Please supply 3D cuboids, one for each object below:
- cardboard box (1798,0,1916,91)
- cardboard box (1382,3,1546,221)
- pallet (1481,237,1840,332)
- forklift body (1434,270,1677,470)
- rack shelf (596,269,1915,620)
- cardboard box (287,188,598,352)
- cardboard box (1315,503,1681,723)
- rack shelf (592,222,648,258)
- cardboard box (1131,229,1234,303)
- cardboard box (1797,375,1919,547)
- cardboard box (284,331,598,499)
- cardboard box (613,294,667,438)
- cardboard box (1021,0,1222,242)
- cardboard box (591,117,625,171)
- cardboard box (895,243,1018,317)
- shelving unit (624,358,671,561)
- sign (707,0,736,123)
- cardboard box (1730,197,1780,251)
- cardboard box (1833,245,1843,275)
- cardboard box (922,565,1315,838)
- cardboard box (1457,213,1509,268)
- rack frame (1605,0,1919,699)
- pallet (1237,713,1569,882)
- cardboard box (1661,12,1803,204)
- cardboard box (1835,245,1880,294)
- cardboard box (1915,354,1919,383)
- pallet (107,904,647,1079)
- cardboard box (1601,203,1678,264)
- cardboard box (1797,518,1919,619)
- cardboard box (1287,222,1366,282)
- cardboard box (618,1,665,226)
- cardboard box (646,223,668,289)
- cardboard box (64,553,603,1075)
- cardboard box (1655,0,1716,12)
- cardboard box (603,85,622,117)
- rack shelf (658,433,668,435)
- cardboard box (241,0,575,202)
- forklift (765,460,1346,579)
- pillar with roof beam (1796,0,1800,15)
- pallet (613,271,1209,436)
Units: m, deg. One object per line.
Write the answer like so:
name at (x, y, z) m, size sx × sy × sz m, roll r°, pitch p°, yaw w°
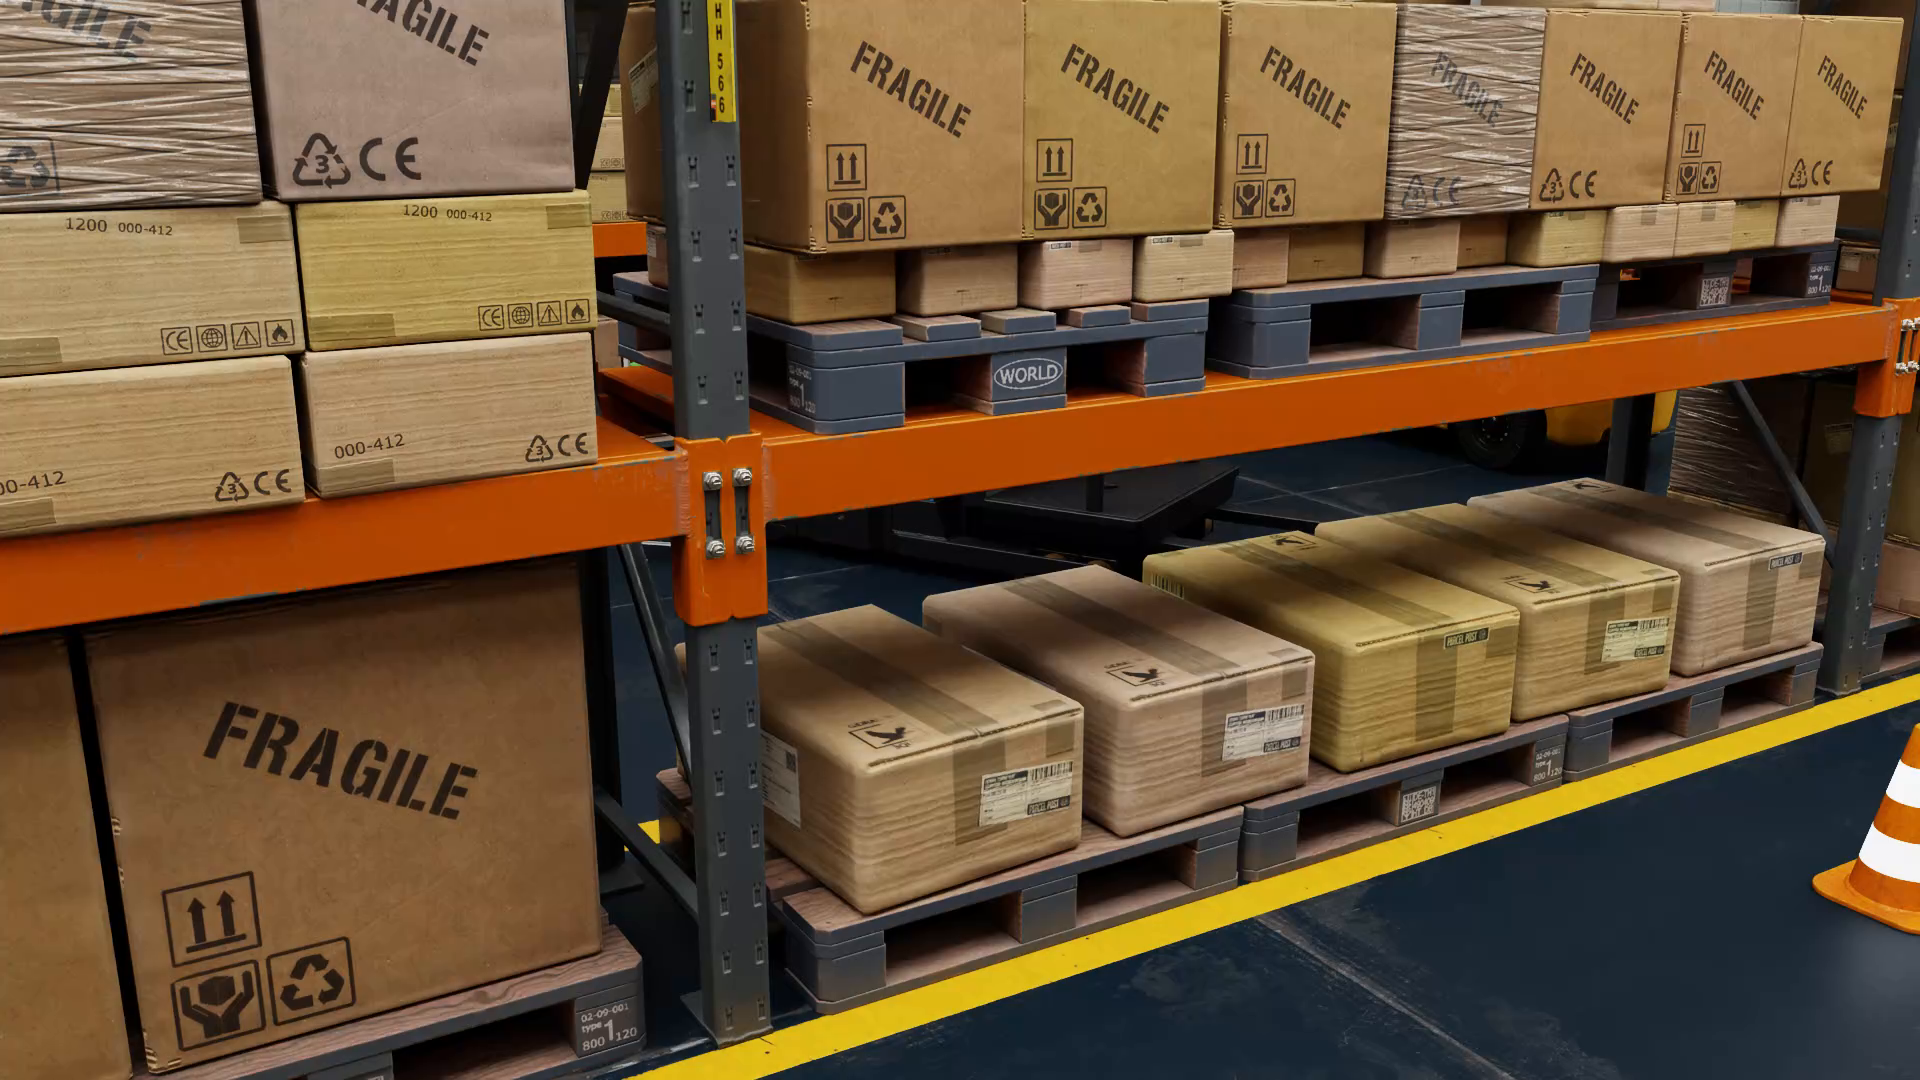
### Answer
cardboard box at (3.202, -1.723, 5.410) m, size 0.500 × 0.500 × 0.700 m, roll -9°, pitch 18°, yaw -30°
cardboard box at (1.116, -1.103, 4.273) m, size 0.500 × 0.500 × 0.500 m, roll -10°, pitch 19°, yaw -32°
pallet at (1.983, -0.874, 5.327) m, size 1.213 × 0.211 × 1.003 m, roll -9°, pitch 18°, yaw -30°
forklift body at (2.896, -1.649, 9.307) m, size 1.214 × 2.155 × 2.313 m, roll -9°, pitch 18°, yaw -30°
rack shelf at (0.998, -0.415, 4.665) m, size 4.000 × 0.370 × 1.077 m, roll -9°, pitch 18°, yaw -30°
cardboard box at (-1.000, -0.526, 3.079) m, size 0.500 × 0.250 × 0.500 m, roll -9°, pitch 18°, yaw -30°
cardboard box at (1.650, 0.198, 5.236) m, size 0.625 × 0.372 × 0.950 m, roll -8°, pitch 18°, yaw -26°
rack shelf at (-1.561, -1.563, 8.760) m, size 4.000 × 0.370 × 1.077 m, roll -9°, pitch 18°, yaw -30°
cardboard box at (0.423, -0.659, 3.891) m, size 0.250 × 0.149 × 0.380 m, roll -9°, pitch 18°, yaw -29°
cardboard box at (3.358, -0.298, 5.843) m, size 0.500 × 0.500 × 0.500 m, roll -8°, pitch 18°, yaw -27°
cardboard box at (-1.016, -0.281, 3.131) m, size 0.500 × 0.250 × 0.500 m, roll -10°, pitch 18°, yaw -32°
cardboard box at (-1.601, -0.960, 8.898) m, size 0.625 × 0.625 × 0.875 m, roll -10°, pitch 19°, yaw -32°
cardboard box at (0.232, -0.960, 3.762) m, size 0.500 × 0.500 × 0.500 m, roll -8°, pitch 18°, yaw -27°
cardboard box at (-1.882, -1.943, 8.134) m, size 0.500 × 0.250 × 0.500 m, roll -10°, pitch 18°, yaw -31°
cardboard box at (-0.082, -0.598, 3.674) m, size 0.250 × 0.149 × 0.380 m, roll -11°, pitch 19°, yaw -33°
shelving unit at (-1.211, -0.546, 7.135) m, size 0.258 × 1.200 × 0.503 m, roll 4°, pitch 16°, yaw 13°
sign at (-0.427, -0.913, 2.963) m, size 0.005 × 0.325 × 0.100 m, roll -9°, pitch 18°, yaw -30°
cardboard box at (2.179, -0.952, 4.938) m, size 0.250 × 0.149 × 0.380 m, roll -10°, pitch 18°, yaw -31°
cardboard box at (3.042, -1.070, 6.134) m, size 0.250 × 0.149 × 0.380 m, roll -9°, pitch 18°, yaw -28°
cardboard box at (0.402, 0.399, 4.519) m, size 0.625 × 0.372 × 0.950 m, roll -10°, pitch 18°, yaw -31°
cardboard box at (1.253, -0.834, 4.514) m, size 0.250 × 0.149 × 0.380 m, roll -10°, pitch 18°, yaw -32°
rack frame at (2.713, -1.039, 5.560) m, size 0.127 × 3.000 × 1.000 m, roll -9°, pitch 18°, yaw -30°
pallet at (0.999, 0.583, 4.940) m, size 1.213 × 0.211 × 1.003 m, roll -9°, pitch 18°, yaw -30°
cardboard box at (2.011, -1.246, 4.784) m, size 0.500 × 0.500 × 0.500 m, roll -9°, pitch 18°, yaw -29°
cardboard box at (3.148, -0.888, 5.485) m, size 0.250 × 0.149 × 0.380 m, roll -9°, pitch 18°, yaw -30°
cardboard box at (3.496, -0.614, 5.768) m, size 0.250 × 0.149 × 0.380 m, roll -9°, pitch 18°, yaw -29°
pallet at (-1.431, 0.952, 3.624) m, size 1.213 × 0.211 × 1.003 m, roll -9°, pitch 18°, yaw -30°
cardboard box at (1.760, -0.872, 4.651) m, size 0.250 × 0.149 × 0.380 m, roll -9°, pitch 18°, yaw -29°
cardboard box at (3.358, 0.063, 5.944) m, size 0.500 × 0.250 × 0.500 m, roll -10°, pitch 19°, yaw -32°
cardboard box at (0.811, -0.759, 4.247) m, size 0.250 × 0.149 × 0.380 m, roll -8°, pitch 18°, yaw -28°
cardboard box at (-0.469, -1.004, 3.921) m, size 0.500 × 0.500 × 0.500 m, roll -10°, pitch 18°, yaw -31°
cardboard box at (-0.556, -0.664, 3.910) m, size 0.250 × 0.149 × 0.380 m, roll -8°, pitch 18°, yaw -28°
cardboard box at (-1.351, 0.414, 3.532) m, size 0.875 × 0.875 × 0.875 m, roll -9°, pitch 18°, yaw -30°
cardboard box at (1.849, -1.530, 4.594) m, size 0.250 × 0.149 × 0.380 m, roll -10°, pitch 18°, yaw -31°
cardboard box at (-1.750, -2.150, 8.134) m, size 0.250 × 0.149 × 0.380 m, roll -9°, pitch 18°, yaw -29°
rack shelf at (-1.211, -0.484, 7.152) m, size 0.258 × 0.148 × 0.480 m, roll 4°, pitch 16°, yaw 13°
cardboard box at (-1.024, -0.880, 2.955) m, size 0.500 × 0.500 × 0.500 m, roll -10°, pitch 18°, yaw -31°
forklift at (0.540, -1.327, 6.715) m, size 3.031 × 2.935 × 1.130 m, roll 9°, pitch 18°, yaw 29°
pillar with roof beam at (9.881, -5.582, 10.649) m, size 0.400 × 9.000 × 9.100 m, roll -9°, pitch 18°, yaw -30°
pallet at (-0.160, -0.515, 4.043) m, size 1.003 × 0.211 × 1.213 m, roll -9°, pitch 18°, yaw -30°
